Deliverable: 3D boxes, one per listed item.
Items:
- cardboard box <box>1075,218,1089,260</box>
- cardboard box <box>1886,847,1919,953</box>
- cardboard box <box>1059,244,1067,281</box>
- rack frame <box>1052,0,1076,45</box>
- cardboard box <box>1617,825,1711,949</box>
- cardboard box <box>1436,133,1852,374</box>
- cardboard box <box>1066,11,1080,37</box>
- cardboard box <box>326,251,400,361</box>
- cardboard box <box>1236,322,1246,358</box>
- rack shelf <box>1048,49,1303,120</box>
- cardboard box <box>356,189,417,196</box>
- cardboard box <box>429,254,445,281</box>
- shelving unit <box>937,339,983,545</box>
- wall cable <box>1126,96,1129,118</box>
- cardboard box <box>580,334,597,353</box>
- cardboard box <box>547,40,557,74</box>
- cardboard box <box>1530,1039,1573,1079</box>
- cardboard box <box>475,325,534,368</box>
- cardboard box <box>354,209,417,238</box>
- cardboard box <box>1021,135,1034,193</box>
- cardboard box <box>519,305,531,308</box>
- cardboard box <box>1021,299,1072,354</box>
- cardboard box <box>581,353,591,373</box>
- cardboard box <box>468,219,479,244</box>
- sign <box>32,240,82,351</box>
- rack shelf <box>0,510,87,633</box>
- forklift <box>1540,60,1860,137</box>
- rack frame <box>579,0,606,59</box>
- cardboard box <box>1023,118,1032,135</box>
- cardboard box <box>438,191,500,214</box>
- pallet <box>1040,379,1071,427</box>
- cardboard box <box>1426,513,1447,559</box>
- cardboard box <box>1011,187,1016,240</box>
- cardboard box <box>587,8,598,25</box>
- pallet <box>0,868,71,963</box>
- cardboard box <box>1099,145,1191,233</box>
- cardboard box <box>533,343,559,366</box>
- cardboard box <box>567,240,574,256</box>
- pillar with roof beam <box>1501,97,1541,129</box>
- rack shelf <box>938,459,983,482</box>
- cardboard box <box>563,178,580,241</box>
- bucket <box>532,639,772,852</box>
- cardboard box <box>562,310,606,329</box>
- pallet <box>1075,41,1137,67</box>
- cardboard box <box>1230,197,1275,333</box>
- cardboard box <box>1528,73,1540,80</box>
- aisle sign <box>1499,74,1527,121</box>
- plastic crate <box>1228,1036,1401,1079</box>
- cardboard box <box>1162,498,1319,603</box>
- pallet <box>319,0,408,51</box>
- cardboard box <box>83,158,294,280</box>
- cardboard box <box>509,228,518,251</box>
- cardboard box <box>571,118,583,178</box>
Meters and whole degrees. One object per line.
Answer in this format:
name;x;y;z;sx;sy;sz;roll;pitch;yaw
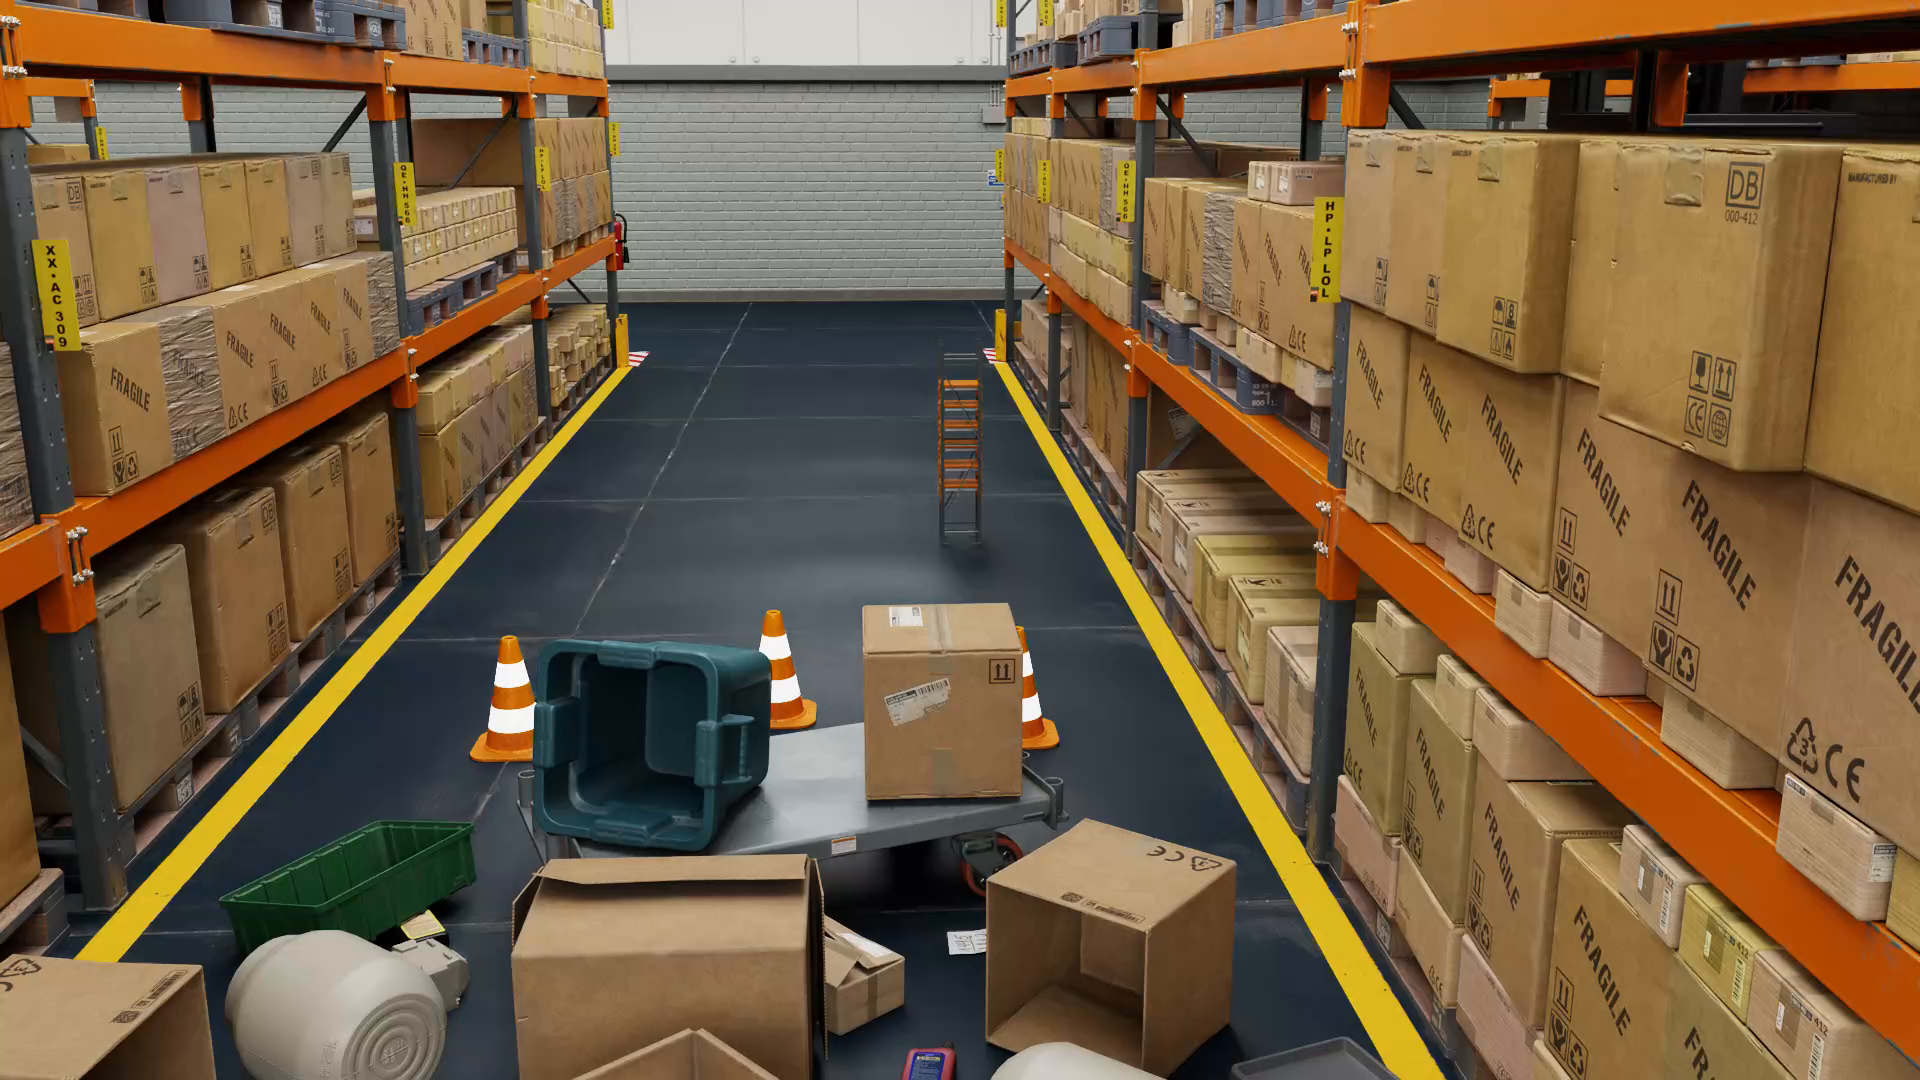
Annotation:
cardboard box;1.057;-2.022;11.164;0.500;0.250;0.500;-1;14;-5
cardboard box;1.598;0.543;2.399;0.380;0.149;0.250;-1;14;-4
cardboard box;1.010;-2.033;12.208;0.500;0.250;0.500;-1;14;-5
rack frame;1.213;-5.253;12.383;1.000;3.000;0.127;-1;14;-3
cardboard box;1.529;0.674;3.255;0.380;0.149;0.250;0;14;-1
cardboard box;1.533;-0.669;3.803;0.700;0.500;0.500;-1;14;-5
cardboard box;0.942;-3.570;11.489;0.380;0.166;0.250;-2;15;-7
cardboard box;-3.178;-1.192;8.438;0.500;0.500;0.500;-1;14;-3
cardboard box;1.352;-0.817;6.844;0.380;0.149;0.250;-1;14;-3
rack shelf;1.337;-2.954;10.913;1.077;0.370;4.000;-1;14;-3
cardboard box;-4.133;-2.441;11.963;0.380;0.149;0.250;0;14;-2
cardboard box;-3.352;-1.648;10.074;0.380;0.149;0.250;0;14;-1
shelving unit;0.001;-0.577;9.863;0.258;1.200;0.189;-1;14;-3
wall cable;2.007;-5.261;22.416;0.588;1.984;0.122;-1;14;-3
cardboard box;-3.573;-1.823;15.373;0.380;0.149;0.250;-1;14;-3
cardboard box;-3.527;-3.870;13.328;0.500;0.250;0.500;-1;14;-4
cardboard box;1.575;1.309;3.593;0.500;0.250;0.500;-1;14;-5
cardboard box;-3.423;-1.421;12.197;0.500;0.250;0.500;-1;14;-5
cardboard box;-3.328;-1.806;9.492;0.380;0.149;0.250;-1;14;-5
cardboard box;0.821;-3.371;14.901;0.500;0.500;0.500;-1;14;-3
cardboard box;-4.276;-2.216;16.304;0.380;0.149;0.250;-2;15;-6
cardboard box;1.106;-2.142;16.632;0.875;0.438;0.875;-1;14;-5
cardboard box;-3.578;-1.614;15.160;0.380;0.149;0.250;-1;14;-2
cardboard box;-3.415;-2.048;11.031;0.380;0.149;0.250;-1;14;-3
sign;-2.672;-0.723;4.920;0.100;0.325;0.005;-1;14;-3
rack shelf;-3.102;0.589;3.159;1.077;0.370;4.000;-1;14;-3
forklift;3.480;-1.022;8.117;1.130;2.935;3.031;-1;14;-5
rack frame;-3.969;-6.146;15.855;1.000;3.000;0.127;-1;14;-3
cardboard box;0.765;-3.710;14.918;0.380;0.149;0.250;-1;14;-5
cardboard box;-3.470;-2.388;11.755;0.380;0.149;0.250;-1;14;-5
pallet;1.244;-1.187;14.218;1.003;0.211;1.213;-1;14;-3
cardboard box;1.522;-0.025;4.609;0.380;0.149;0.250;-1;14;-4
cardboard box;0.767;-3.142;16.016;0.500;0.500;0.500;-1;14;-4
cardboard box;-3.656;-4.978;15.831;0.380;0.149;0.250;-1;14;-4
pallet;-3.257;1.284;4.611;1.003;0.211;1.213;-1;14;-3
cardboard box;1.127;-2.137;10.107;0.500;0.500;0.500;-1;14;-2
cardboard box;-3.494;-1.515;13.580;0.380;0.149;0.250;0;14;-1
cardboard box;-3.543;-2.527;14.331;0.380;0.149;0.250;0;14;-1
pillar with roof beam;2.355;-6.943;18.953;9.100;9.000;0.400;-1;14;-3
rack shelf;0.001;-0.418;9.904;0.258;0.103;0.180;-1;14;-3
cardboard box;-3.534;-2.814;14.147;0.500;0.500;0.500;-1;14;-5
bucket;-0.916;0.591;5.228;0.726;0.611;0.620;4;5;16
cardboard box;-3.583;-2.098;15.845;0.380;0.149;0.250;-1;14;-5
pallet;1.319;-3.480;11.897;0.805;0.209;1.217;-1;15;-6
cardboard box;1.393;-1.117;6.707;0.500;0.500;0.500;0;14;-2
cardboard box;5.660;-4.476;15.886;0.380;0.149;0.250;-1;14;-2
aisle sign;5.621;-4.691;17.023;0.394;0.787;0.004;-1;14;-3
plastic crate;0.987;1.459;4.195;0.402;0.080;0.583;-6;16;-23
cardboard box;1.539;0.041;8.280;0.950;0.372;0.625;-1;14;-5
pallet;-3.381;-2.453;7.900;1.213;0.211;1.003;0;14;-1
cardboard box;-3.389;-1.419;7.313;0.700;0.500;0.500;-1;14;-4
cardboard box;-3.499;-2.232;12.343;0.380;0.149;0.250;-1;14;-5
cardboard box;-3.584;-3.421;14.498;0.500;0.500;0.500;-1;14;-5
